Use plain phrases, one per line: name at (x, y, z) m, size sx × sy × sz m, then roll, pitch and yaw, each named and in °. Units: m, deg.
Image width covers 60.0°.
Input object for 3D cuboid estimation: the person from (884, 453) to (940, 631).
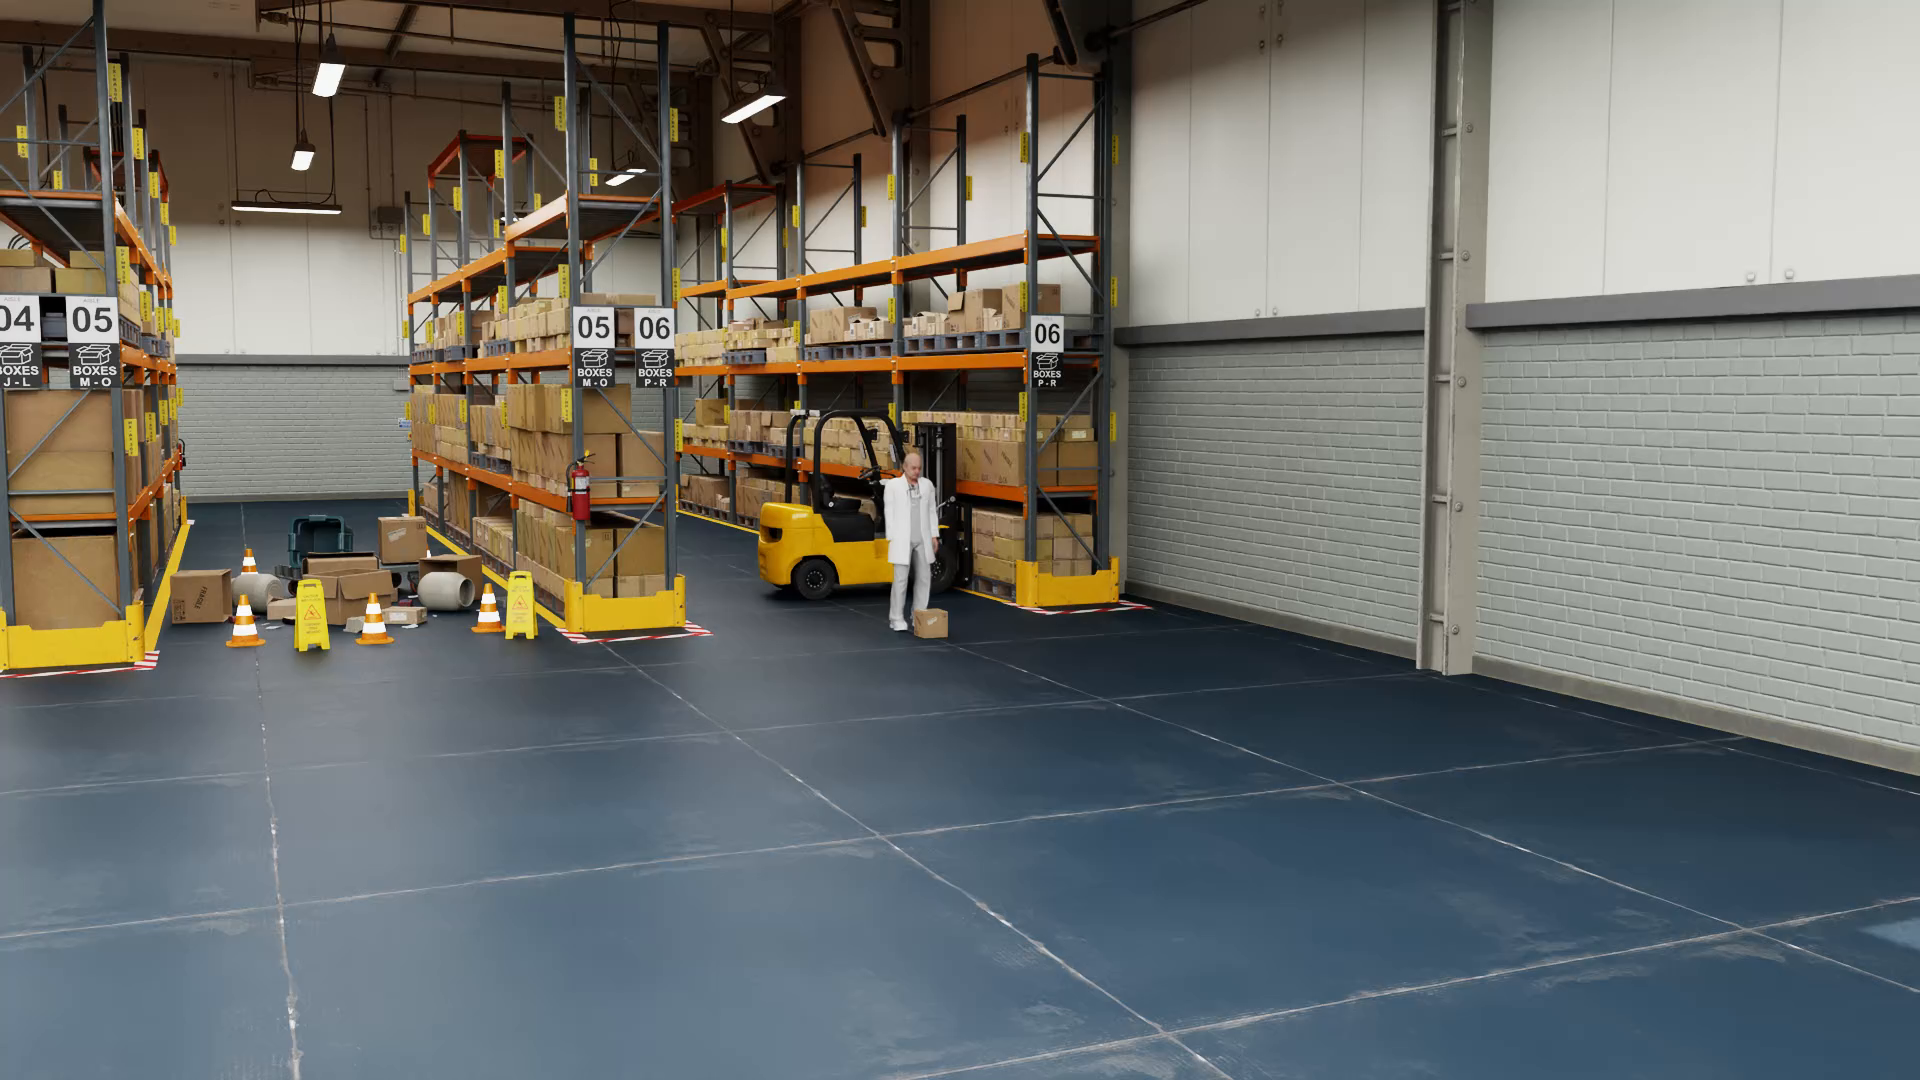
person at (-0.470, 0.013, 16.611) m, size 0.562 × 1.772 × 0.377 m, roll -2°, pitch 6°, yaw -23°
